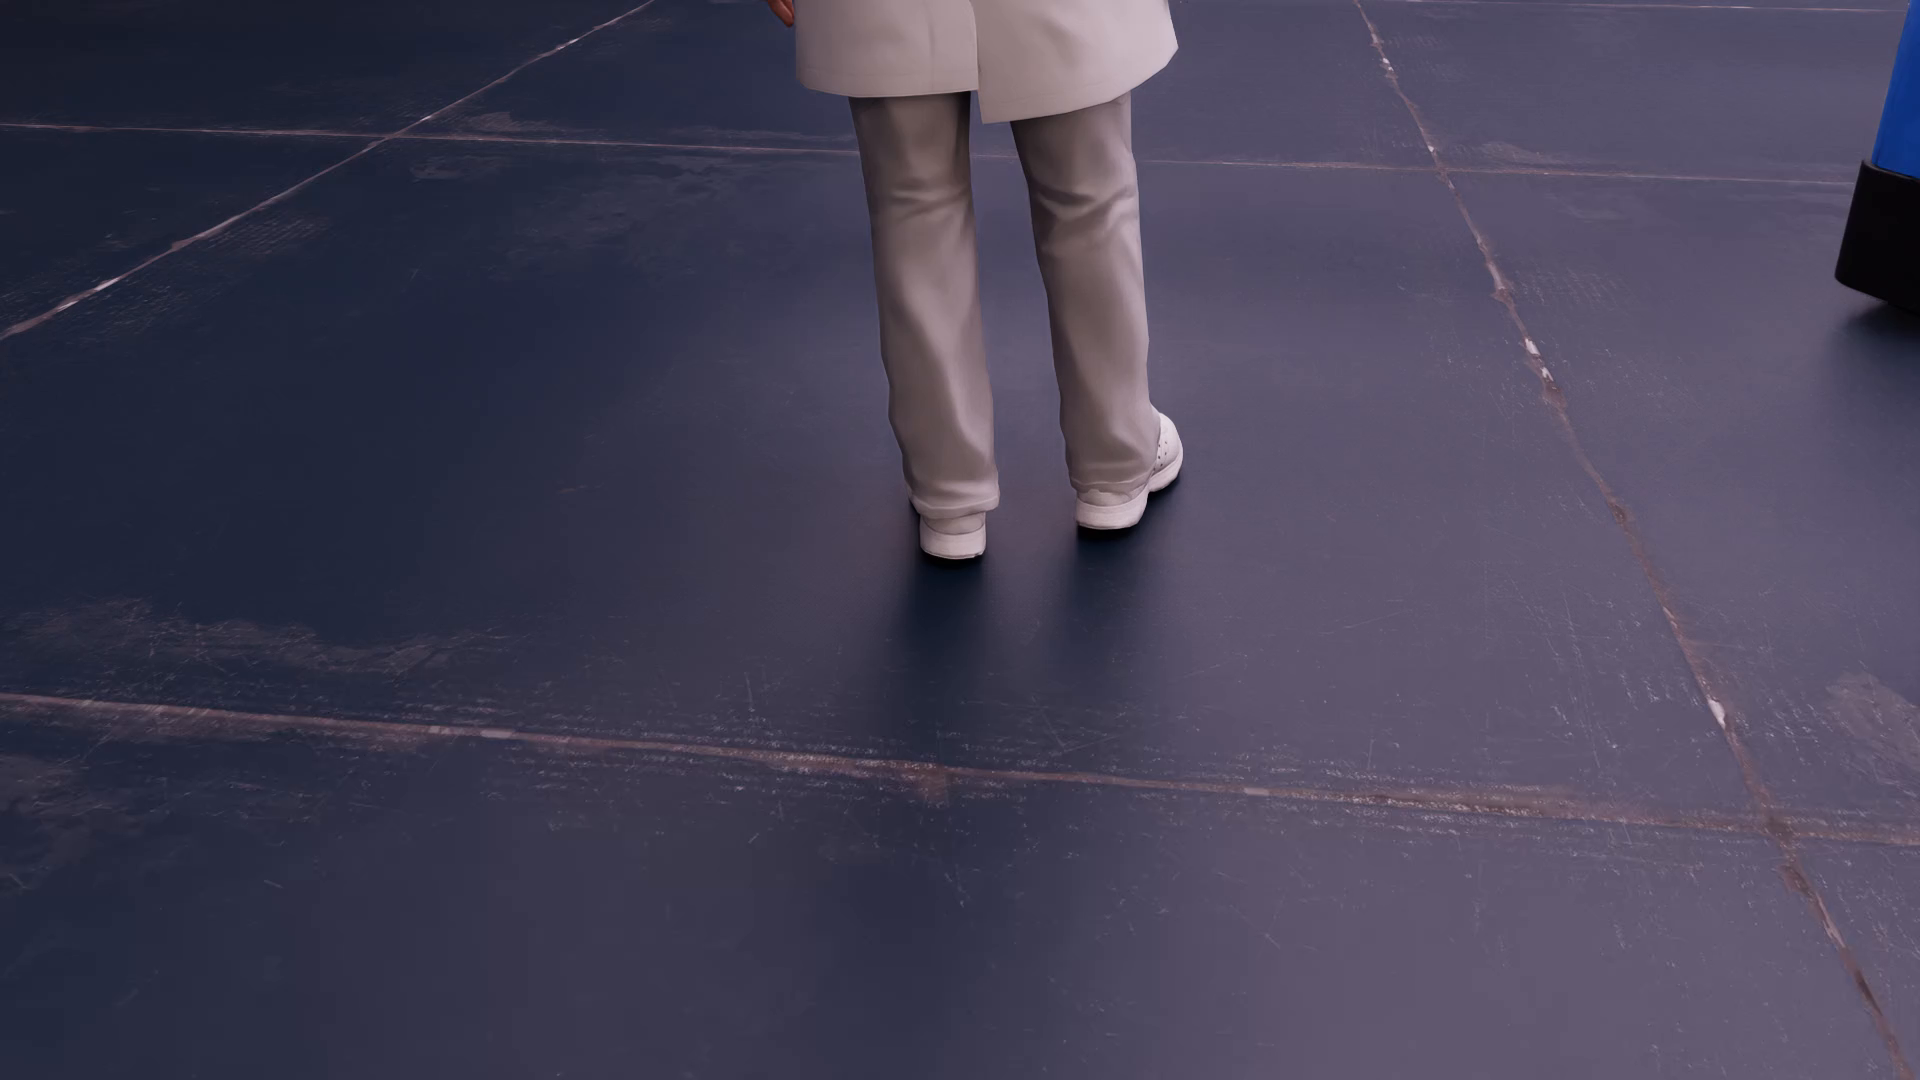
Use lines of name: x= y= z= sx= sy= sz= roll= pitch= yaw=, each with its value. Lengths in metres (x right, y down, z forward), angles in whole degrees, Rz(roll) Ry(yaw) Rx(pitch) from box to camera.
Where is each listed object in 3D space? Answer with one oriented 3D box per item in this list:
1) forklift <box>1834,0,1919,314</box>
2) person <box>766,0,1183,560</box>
forklift: x=3.365 y=-1.809 z=2.843 sx=3.031 sy=2.935 sz=1.130 roll=-9 pitch=28 yaw=-18
person: x=0.016 y=-0.843 z=2.181 sx=0.698 sy=1.778 sz=0.578 roll=3 pitch=27 yaw=7
